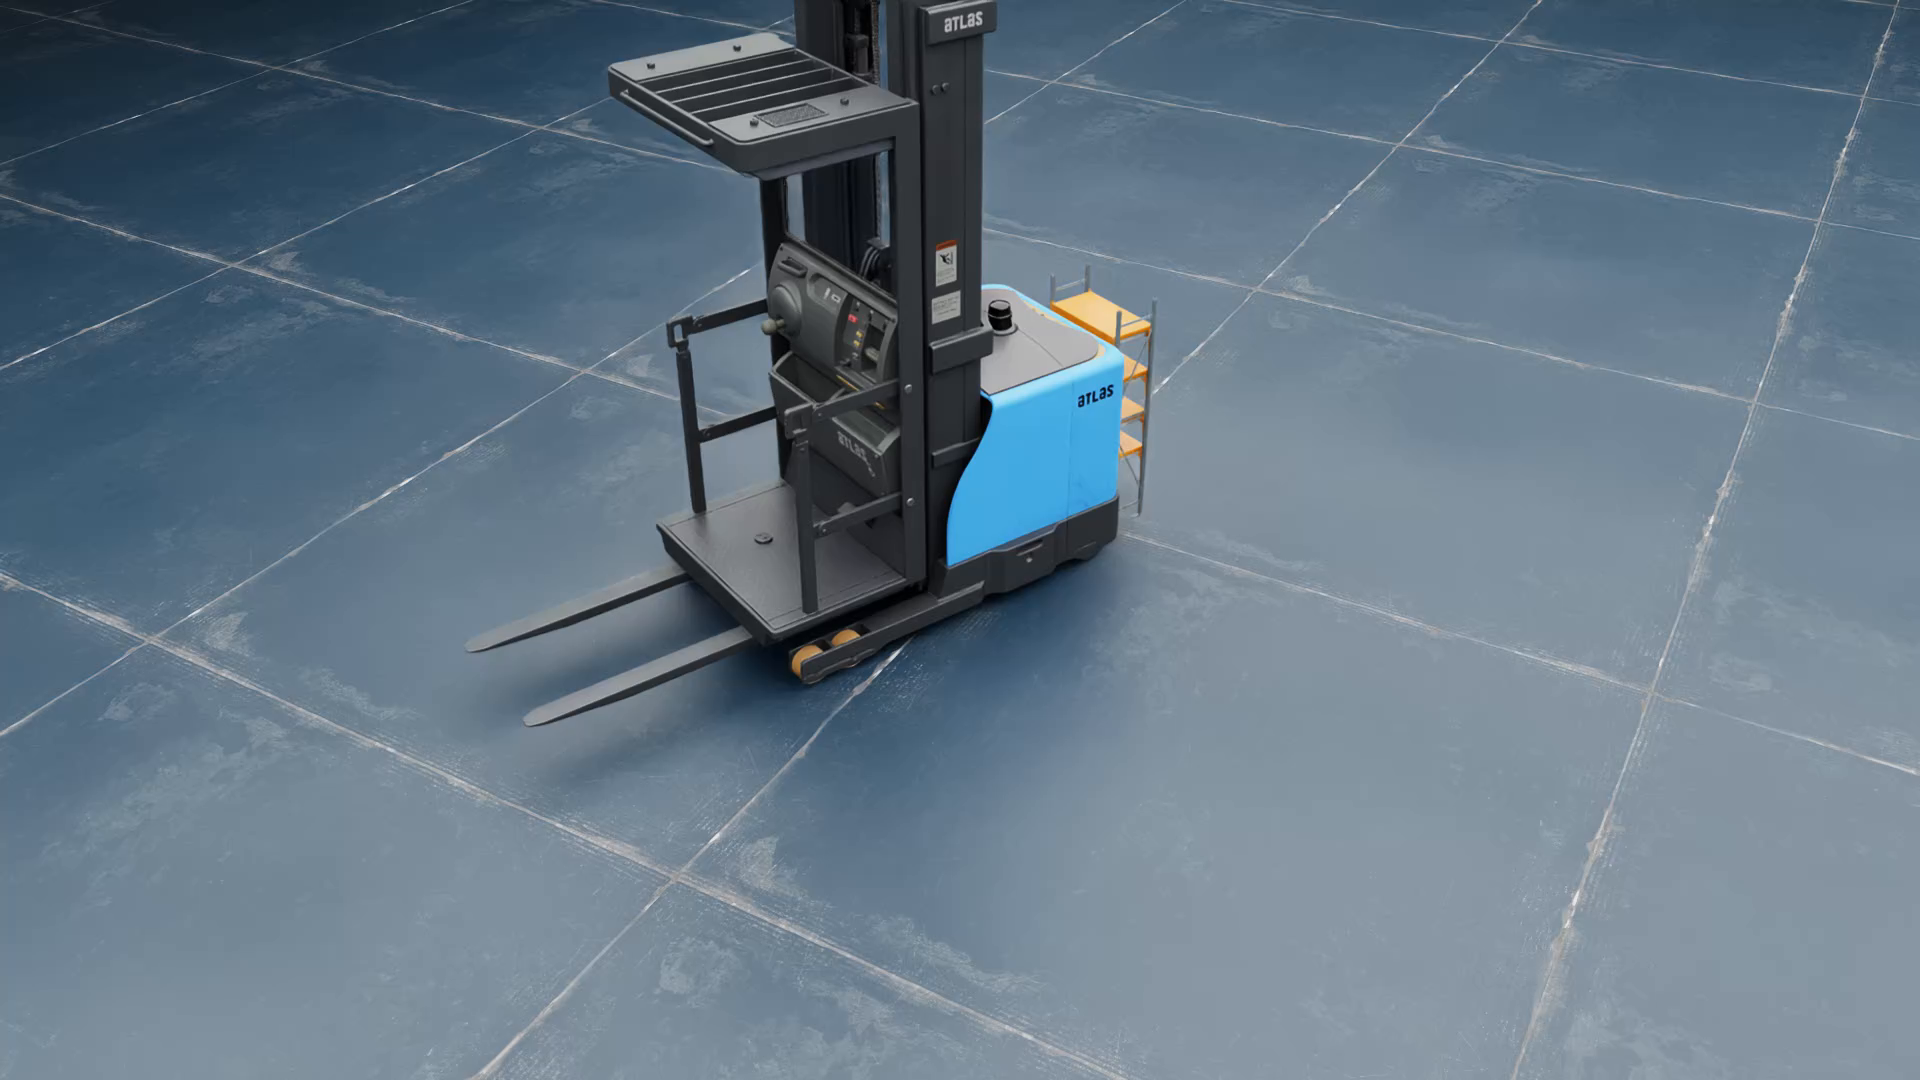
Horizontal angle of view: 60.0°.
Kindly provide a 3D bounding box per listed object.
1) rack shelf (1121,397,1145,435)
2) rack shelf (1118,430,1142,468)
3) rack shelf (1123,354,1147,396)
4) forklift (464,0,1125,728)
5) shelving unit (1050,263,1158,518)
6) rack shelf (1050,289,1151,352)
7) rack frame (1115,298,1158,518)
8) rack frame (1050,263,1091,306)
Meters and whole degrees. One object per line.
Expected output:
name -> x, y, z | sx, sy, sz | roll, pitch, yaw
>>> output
rack shelf -> 0.680, -0.647, 8.260 | 0.258, 0.148, 0.480 | -22, 39, -29
rack shelf -> 0.680, -0.481, 8.370 | 0.258, 0.148, 0.480 | -22, 39, -29
rack shelf -> 0.680, -0.833, 8.136 | 0.258, 0.148, 0.480 | -22, 39, -29
forklift -> -0.719, -0.923, 6.991 | 3.031, 2.935, 1.130 | -22, 39, -29
shelving unit -> 0.680, -0.703, 8.222 | 0.258, 1.200, 0.503 | -22, 39, -29
rack shelf -> 0.681, -1.030, 8.005 | 0.258, 0.148, 0.480 | -22, 39, -29
rack frame -> 0.824, -0.593, 8.058 | 0.240, 1.200, 0.015 | -22, 39, -29
rack frame -> 0.537, -0.812, 8.387 | 0.240, 1.200, 0.015 | -22, 39, -29
